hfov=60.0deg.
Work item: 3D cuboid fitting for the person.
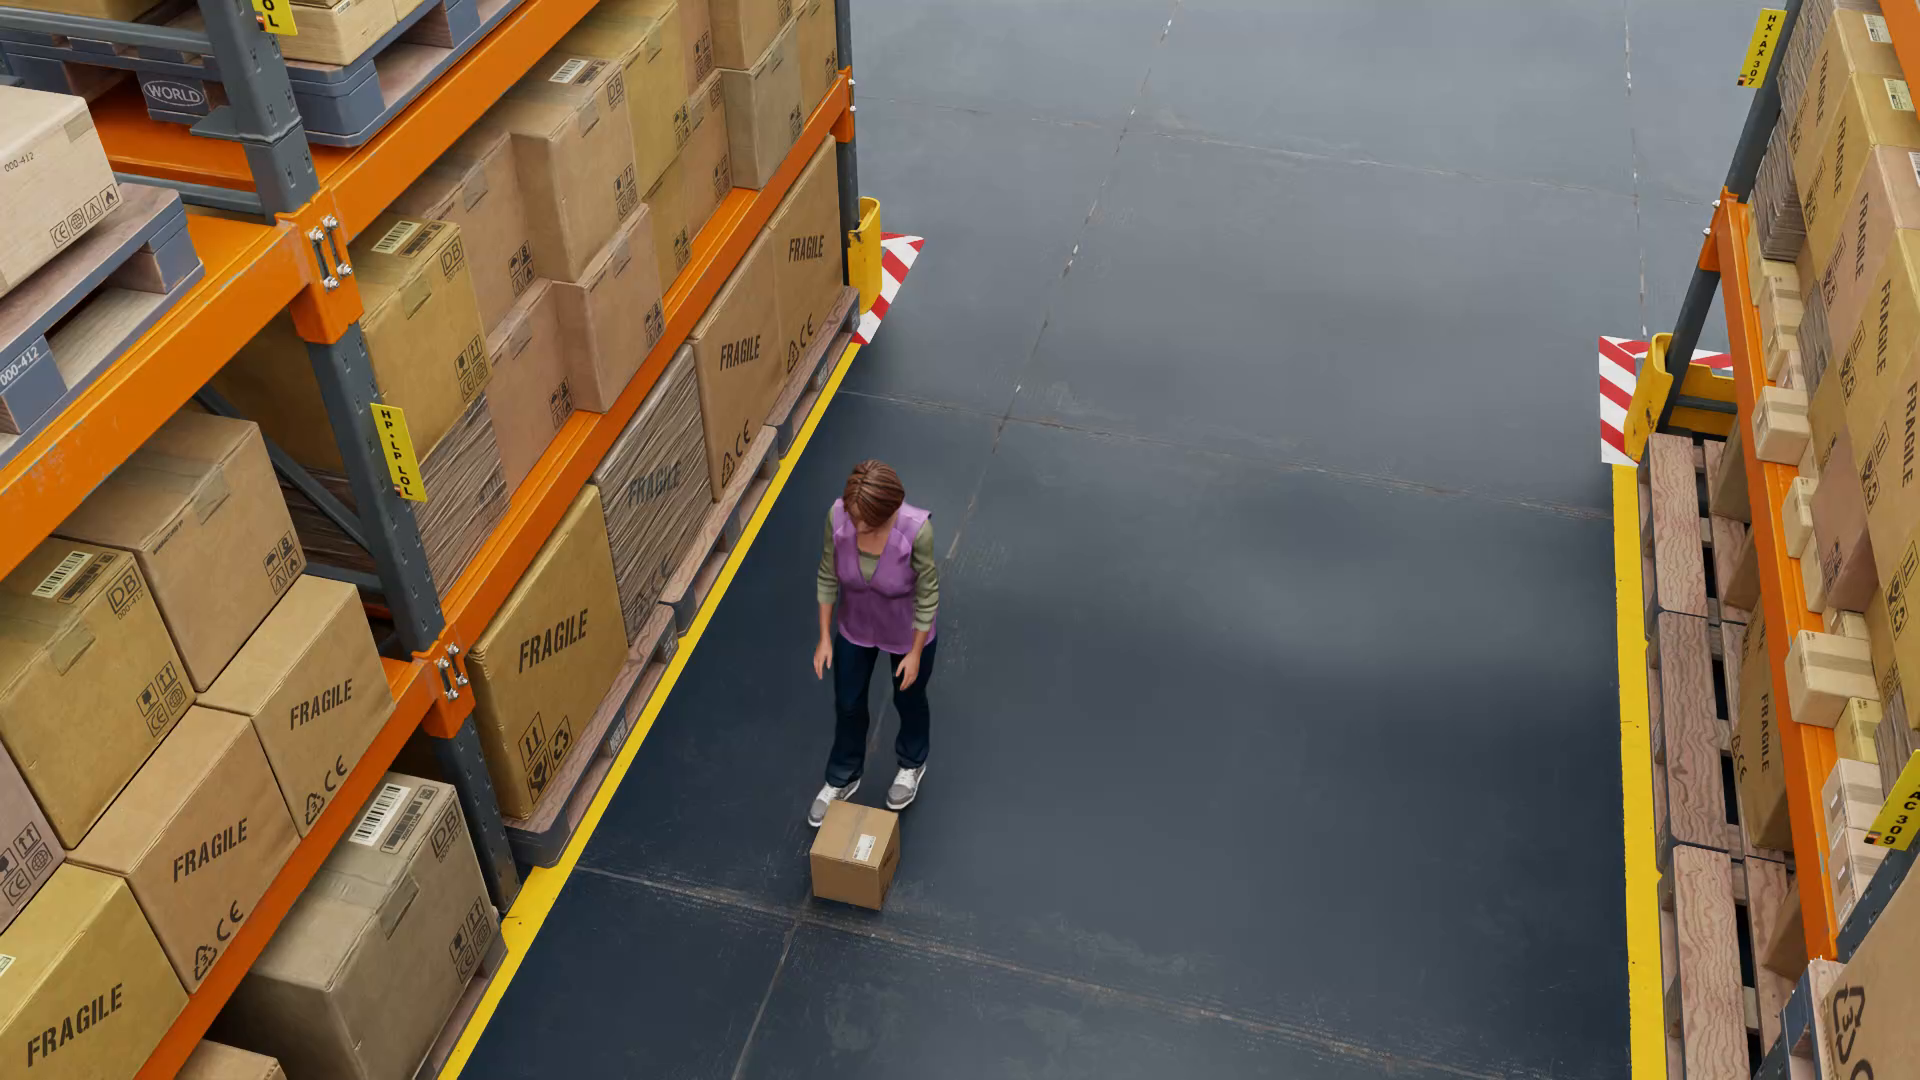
[{"bbox_3d":[-0.297,0.356,5.751,0.452,1.606,0.453,10,43,11],"label":"person"}]
